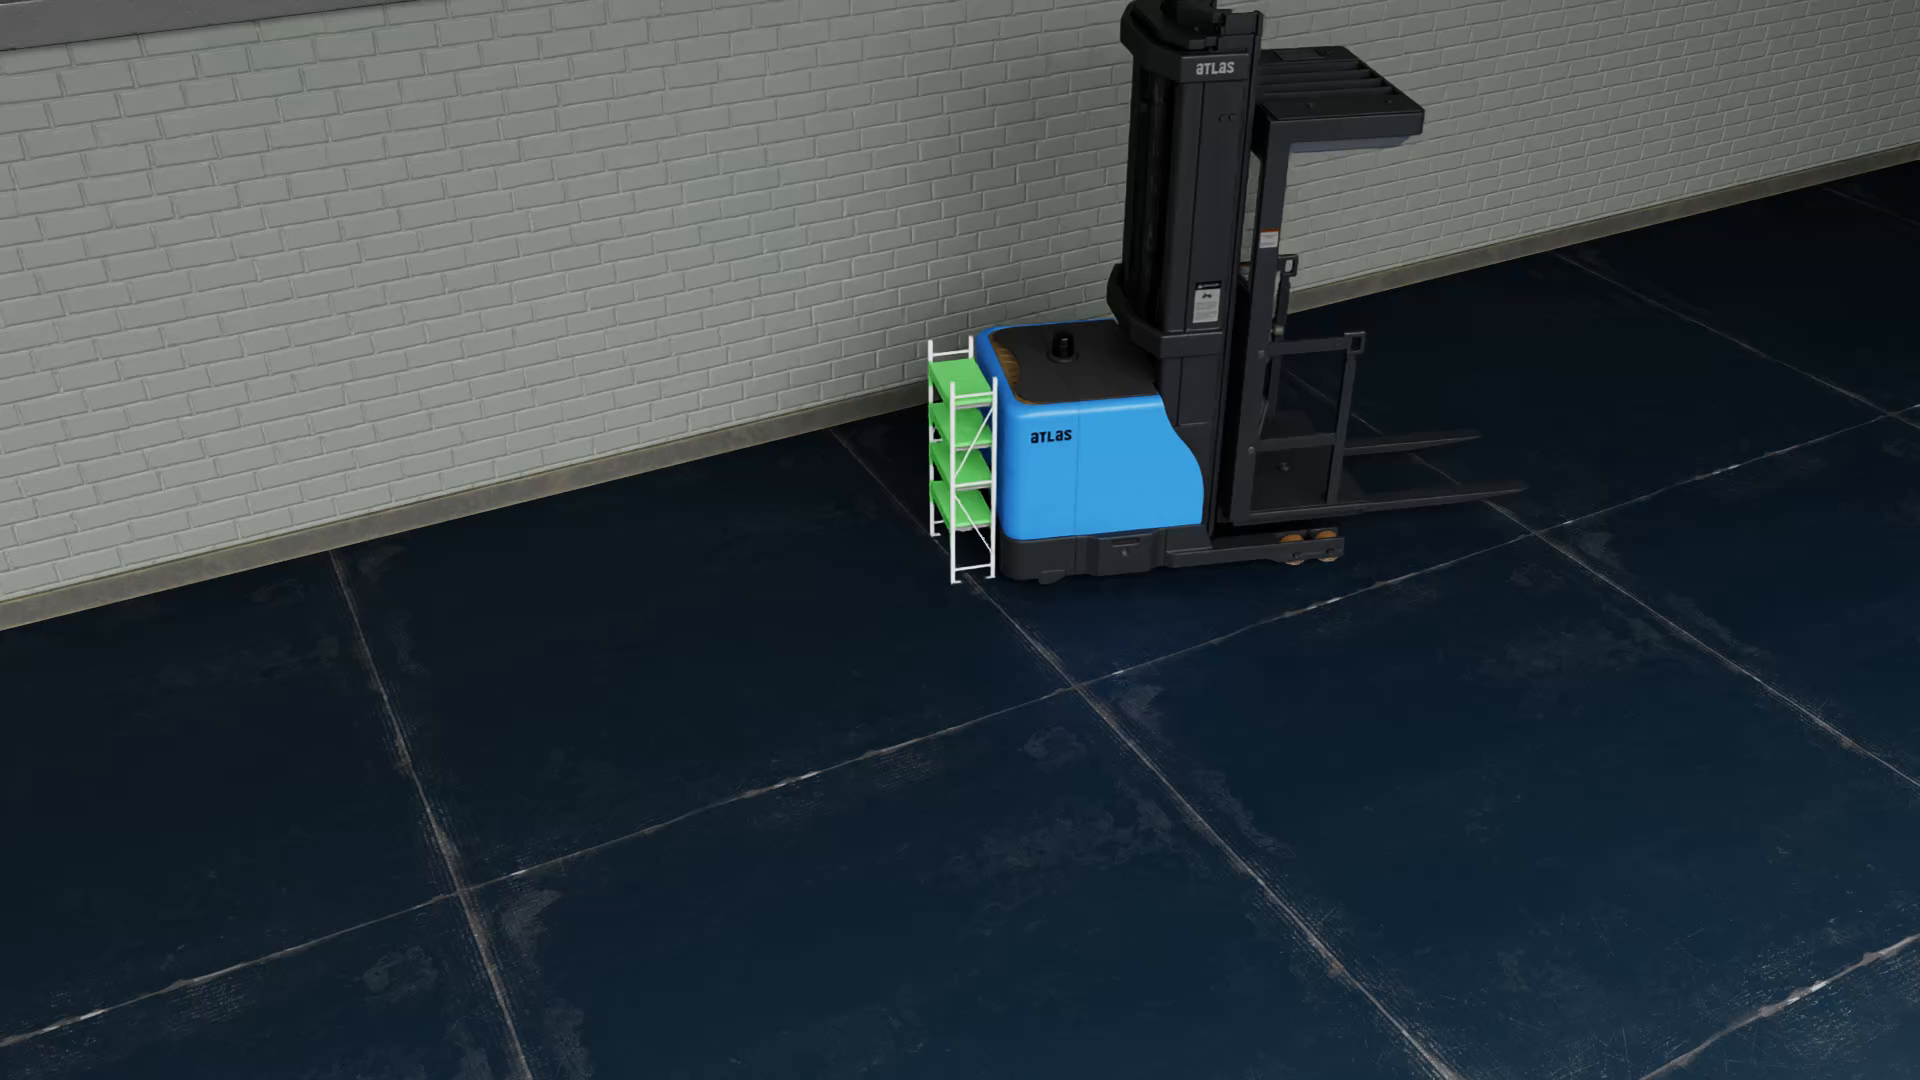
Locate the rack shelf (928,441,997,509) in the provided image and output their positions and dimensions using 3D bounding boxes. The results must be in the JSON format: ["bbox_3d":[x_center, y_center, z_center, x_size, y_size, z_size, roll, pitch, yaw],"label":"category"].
[{"bbox_3d":[0.010,-0.364,8.824,0.258,0.148,0.480,-8,33,-12],"label":"rack shelf"}]

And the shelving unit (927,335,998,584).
[{"bbox_3d":[0.010,-0.417,8.789,0.258,1.200,0.503,-8,33,-12],"label":"shelving unit"}]

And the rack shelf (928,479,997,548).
[{"bbox_3d":[0.010,-0.162,8.953,0.258,0.148,0.480,-8,33,-12],"label":"rack shelf"}]

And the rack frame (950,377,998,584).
[{"bbox_3d":[0.069,-0.290,8.590,0.240,1.200,0.015,-8,33,-12],"label":"rack frame"}]

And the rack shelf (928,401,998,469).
[{"bbox_3d":[0.010,-0.566,8.694,0.258,0.148,0.480,-8,33,-12],"label":"rack shelf"}]

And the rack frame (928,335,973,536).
[{"bbox_3d":[-0.049,-0.545,8.989,0.240,1.200,0.015,-8,33,-12],"label":"rack frame"}]

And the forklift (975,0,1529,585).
[{"bbox_3d":[1.635,-1.373,8.676,3.031,2.935,1.130,-5,33,-8],"label":"forklift"}]

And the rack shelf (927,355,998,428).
[{"bbox_3d":[0.010,-0.768,8.565,0.258,0.148,0.480,-8,33,-12],"label":"rack shelf"}]
